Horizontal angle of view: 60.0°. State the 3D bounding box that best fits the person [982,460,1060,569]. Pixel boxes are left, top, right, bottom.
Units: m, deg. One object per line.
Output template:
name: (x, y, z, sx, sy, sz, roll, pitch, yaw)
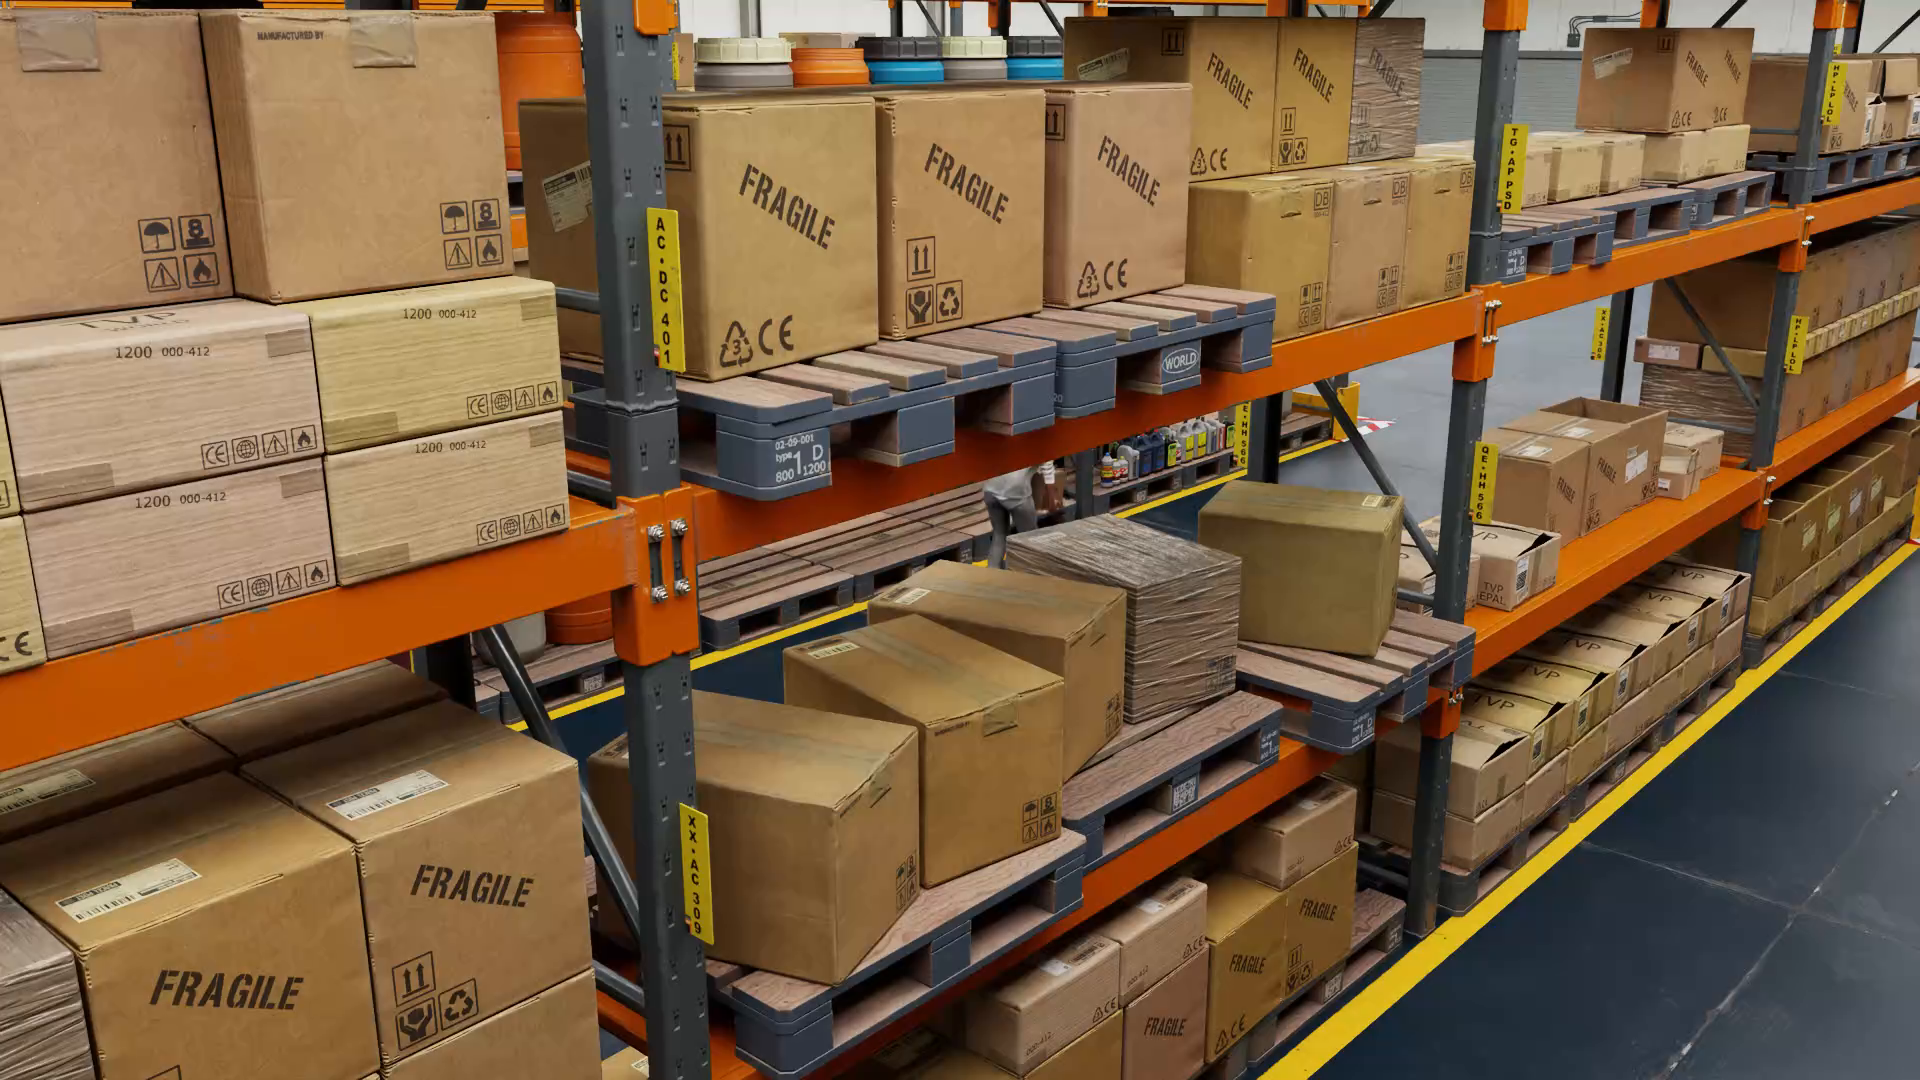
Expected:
person: (0.420, -0.281, 11.213, 0.370, 1.459, 0.634, 14, 22, 38)
